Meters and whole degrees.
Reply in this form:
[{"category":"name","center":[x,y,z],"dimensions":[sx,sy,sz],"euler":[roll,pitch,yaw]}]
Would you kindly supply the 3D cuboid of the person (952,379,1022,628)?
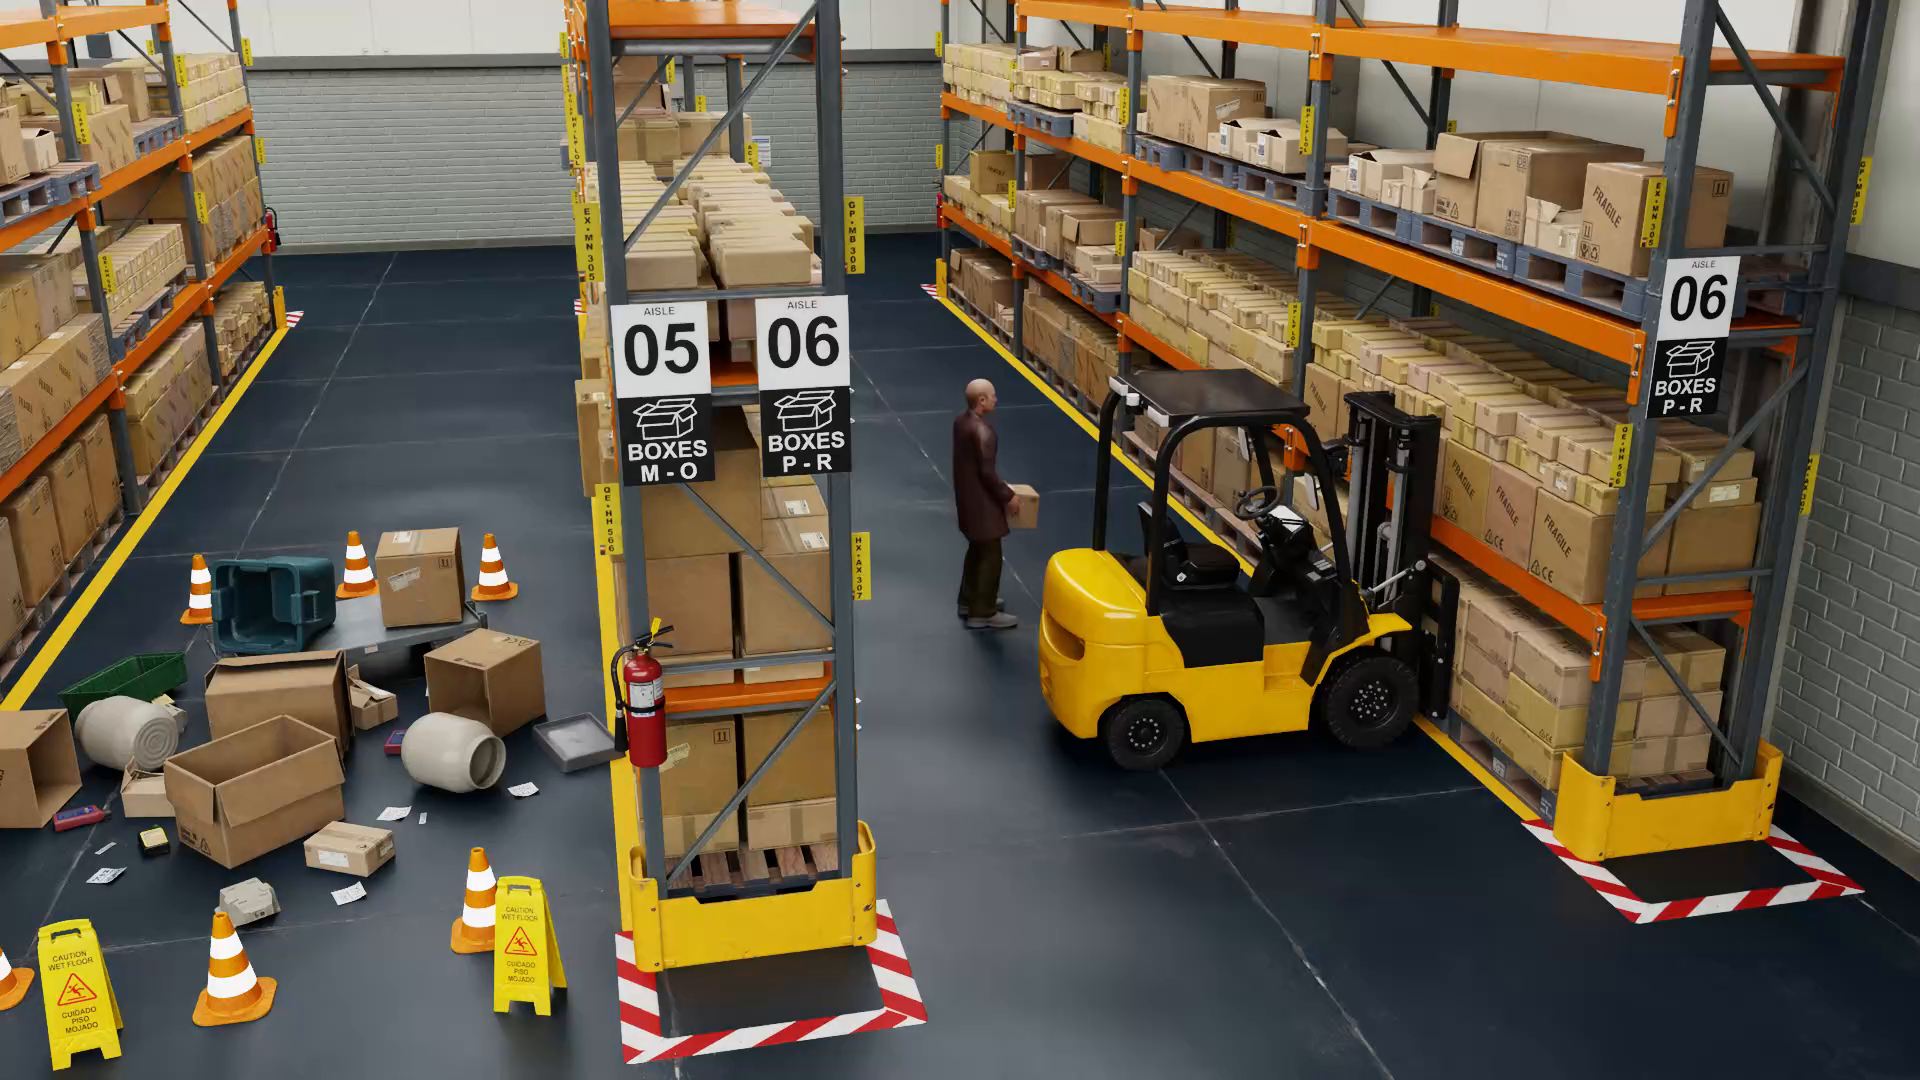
[{"category":"person","center":[0.184,-0.278,11.873],"dimensions":[0.455,1.782,0.577],"euler":[-5,20,-13]}]
